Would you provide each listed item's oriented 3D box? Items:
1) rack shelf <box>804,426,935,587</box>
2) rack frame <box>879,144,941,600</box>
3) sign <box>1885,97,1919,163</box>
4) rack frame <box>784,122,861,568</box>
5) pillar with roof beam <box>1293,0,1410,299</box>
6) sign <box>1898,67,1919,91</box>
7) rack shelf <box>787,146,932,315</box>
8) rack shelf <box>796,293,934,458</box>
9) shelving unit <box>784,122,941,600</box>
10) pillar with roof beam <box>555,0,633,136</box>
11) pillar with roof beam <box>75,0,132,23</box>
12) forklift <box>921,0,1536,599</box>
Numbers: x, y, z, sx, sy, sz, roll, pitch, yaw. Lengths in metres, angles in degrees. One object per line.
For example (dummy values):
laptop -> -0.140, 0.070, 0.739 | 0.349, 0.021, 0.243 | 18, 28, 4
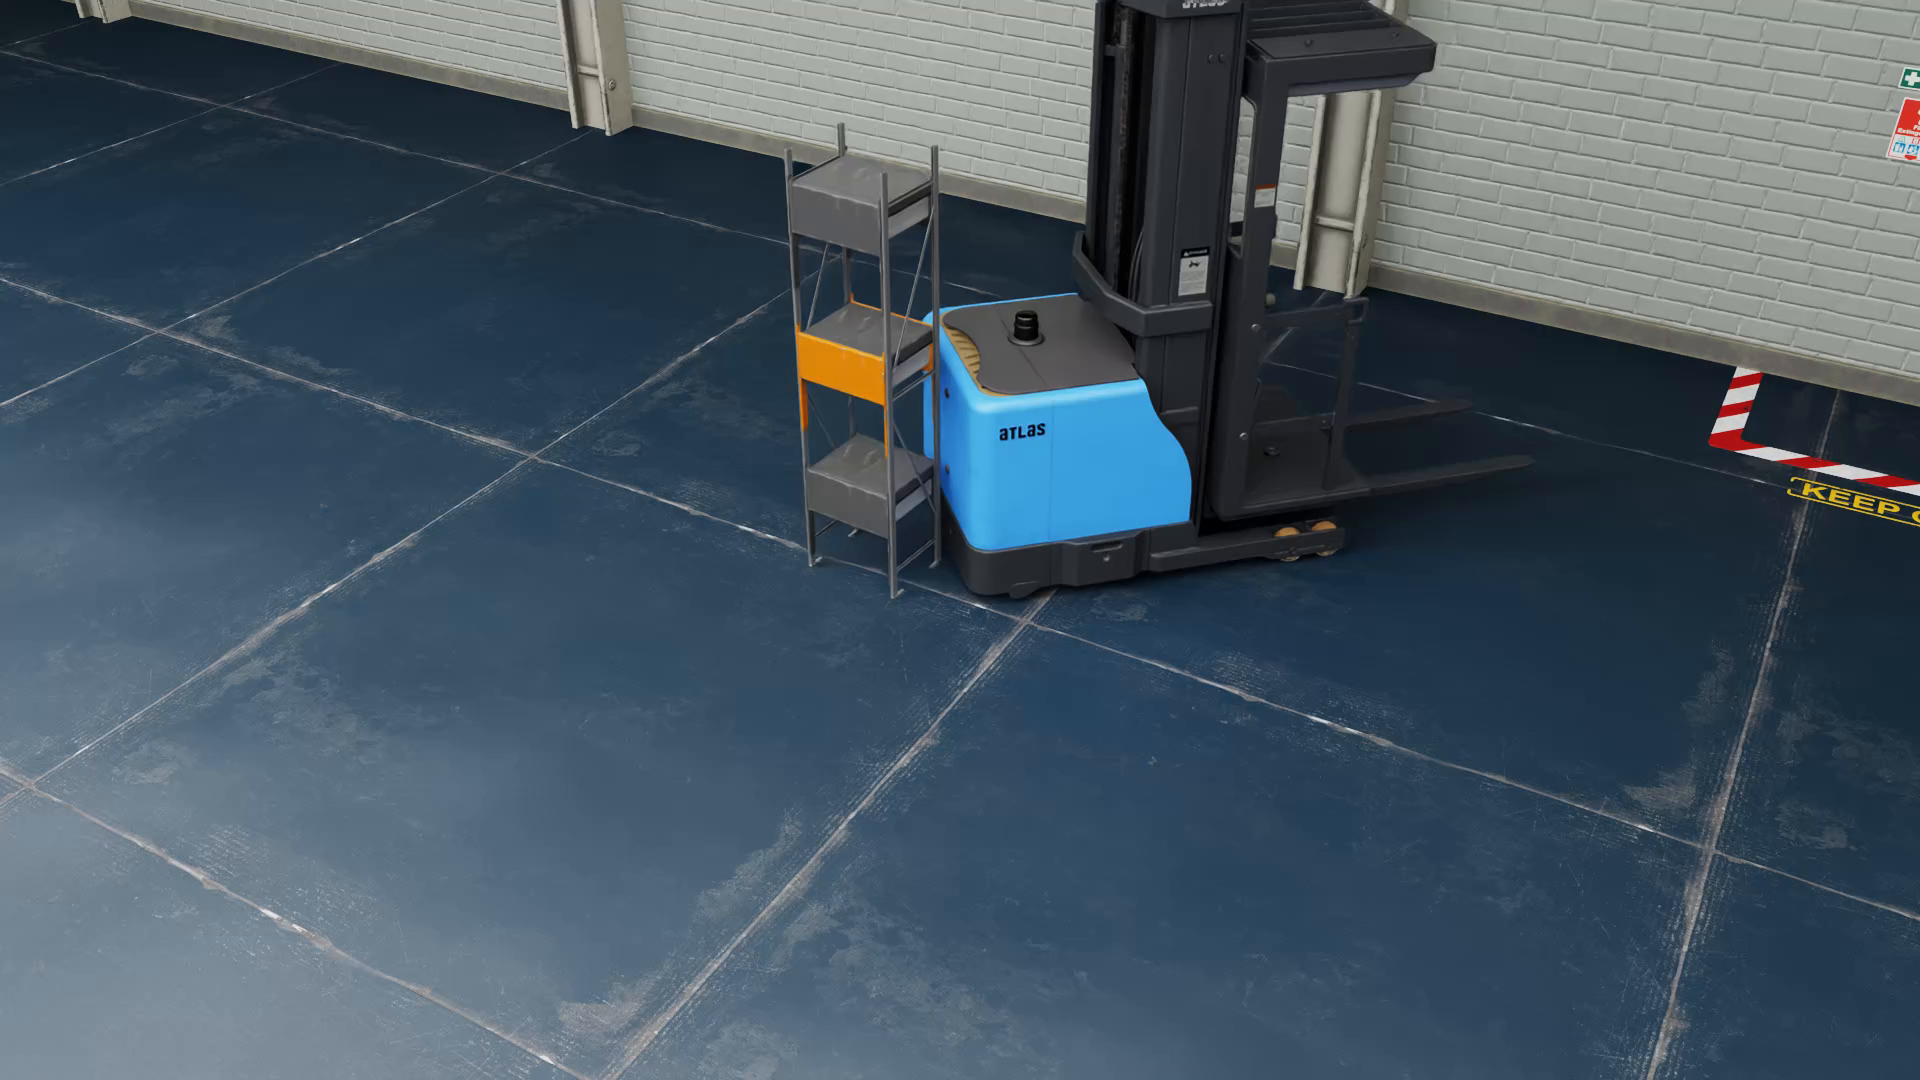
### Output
rack shelf -> -0.410, -0.165, 7.891 | 0.480, 0.518, 0.431 | 20, 39, 28
rack frame -> -0.207, -0.684, 7.382 | 0.015, 2.100, 0.400 | 20, 39, 28
sign -> 5.040, -2.148, 8.737 | 0.234, 0.329, 0.001 | 18, 37, 24
rack frame -> -0.613, -0.834, 7.608 | 0.015, 2.100, 0.400 | 20, 39, 28
pillar with roof beam -> 0.250, -3.309, 5.100 | 0.400, 9.000, 9.100 | 18, 37, 24
sign -> 5.039, -2.363, 8.582 | 0.331, 0.109, 0.001 | 18, 37, 24
rack shelf -> -0.410, -1.330, 7.115 | 0.480, 0.518, 0.431 | 20, 39, 28
rack shelf -> -0.410, -0.747, 7.503 | 0.480, 0.518, 0.431 | 20, 39, 28
shelving unit -> -0.410, -0.759, 7.495 | 0.503, 2.100, 0.431 | 20, 39, 28
pillar with roof beam -> -4.959, -4.959, 7.578 | 0.400, 9.000, 9.100 | 18, 37, 24
pillar with roof beam -> -10.169, -6.609, 10.056 | 0.400, 9.000, 9.100 | 18, 37, 24
forklift -> 1.382, -1.389, 7.691 | 3.031, 2.935, 1.130 | -9, 35, -13
